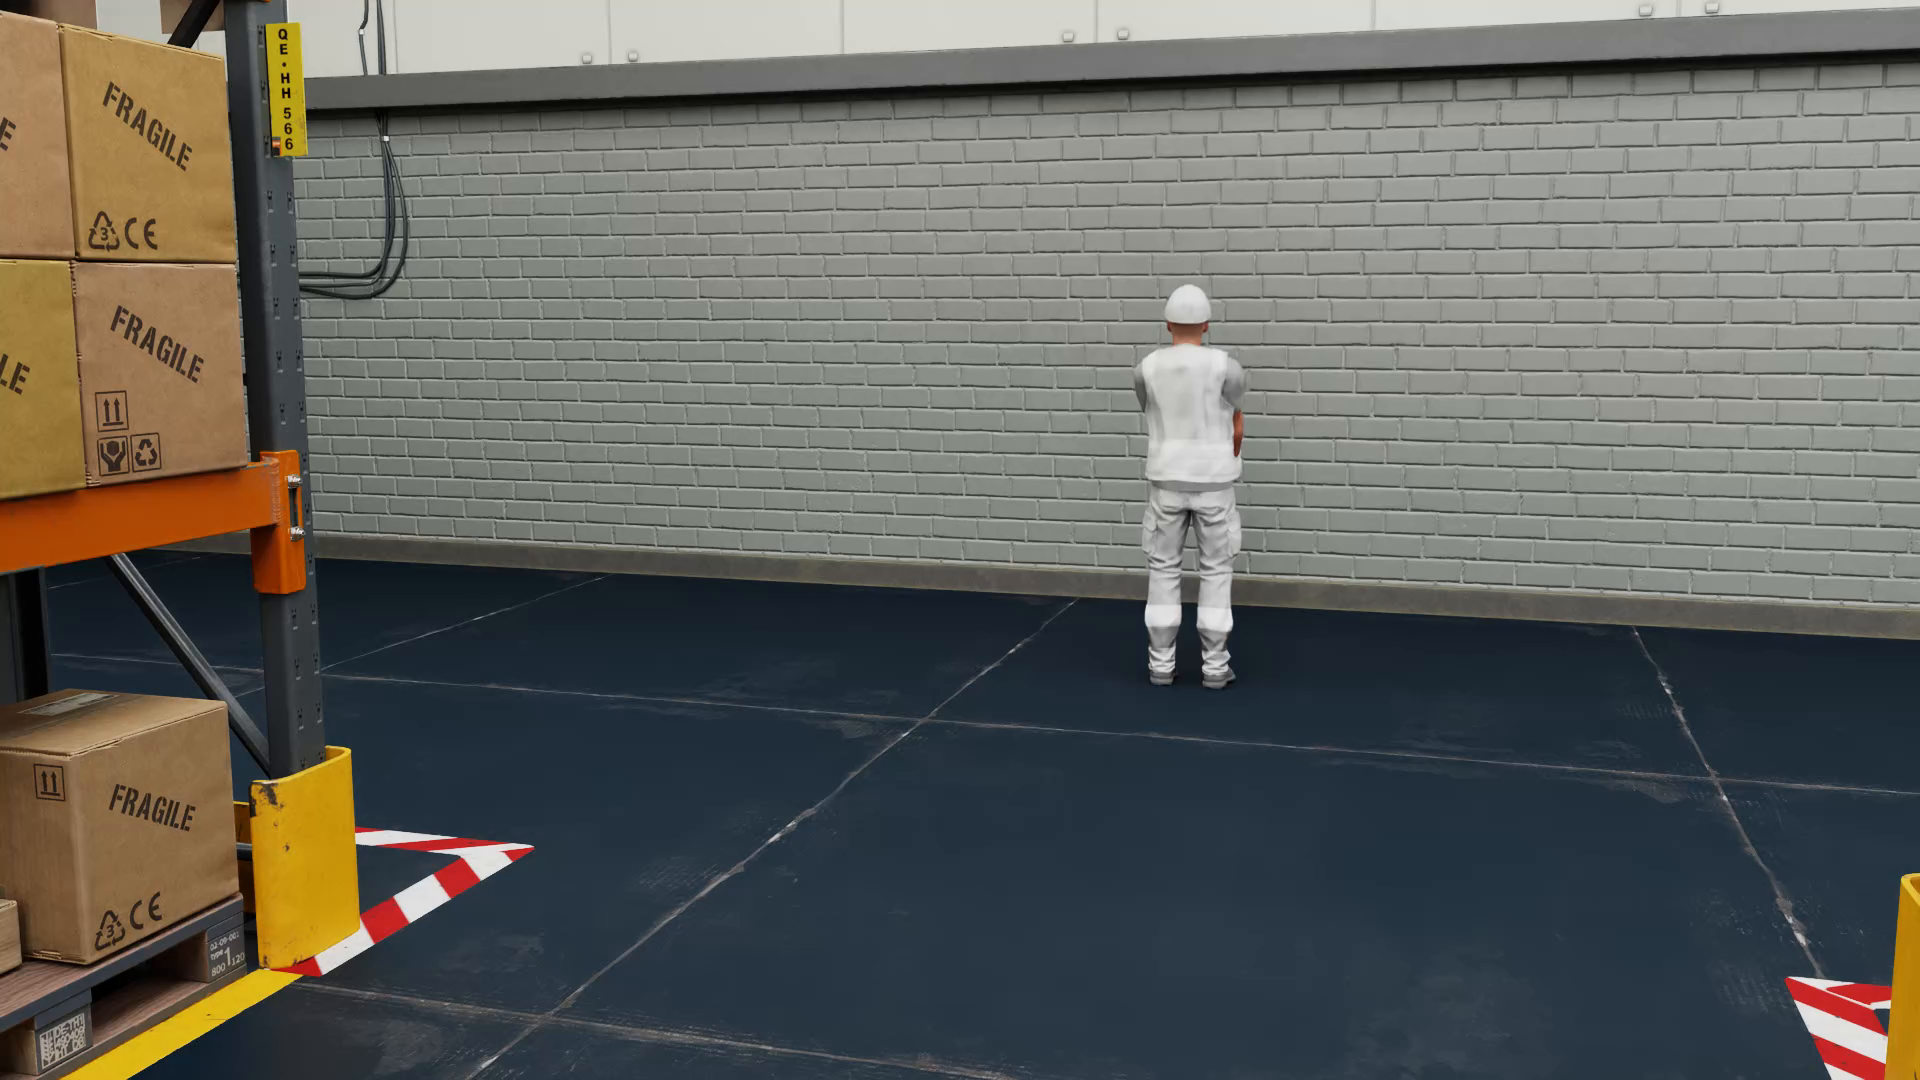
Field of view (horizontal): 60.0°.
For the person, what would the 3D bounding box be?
[{"bbox_3d":[1.045,-0.250,7.489,0.494,1.783,0.558,3,9,17],"label":"person"}]
